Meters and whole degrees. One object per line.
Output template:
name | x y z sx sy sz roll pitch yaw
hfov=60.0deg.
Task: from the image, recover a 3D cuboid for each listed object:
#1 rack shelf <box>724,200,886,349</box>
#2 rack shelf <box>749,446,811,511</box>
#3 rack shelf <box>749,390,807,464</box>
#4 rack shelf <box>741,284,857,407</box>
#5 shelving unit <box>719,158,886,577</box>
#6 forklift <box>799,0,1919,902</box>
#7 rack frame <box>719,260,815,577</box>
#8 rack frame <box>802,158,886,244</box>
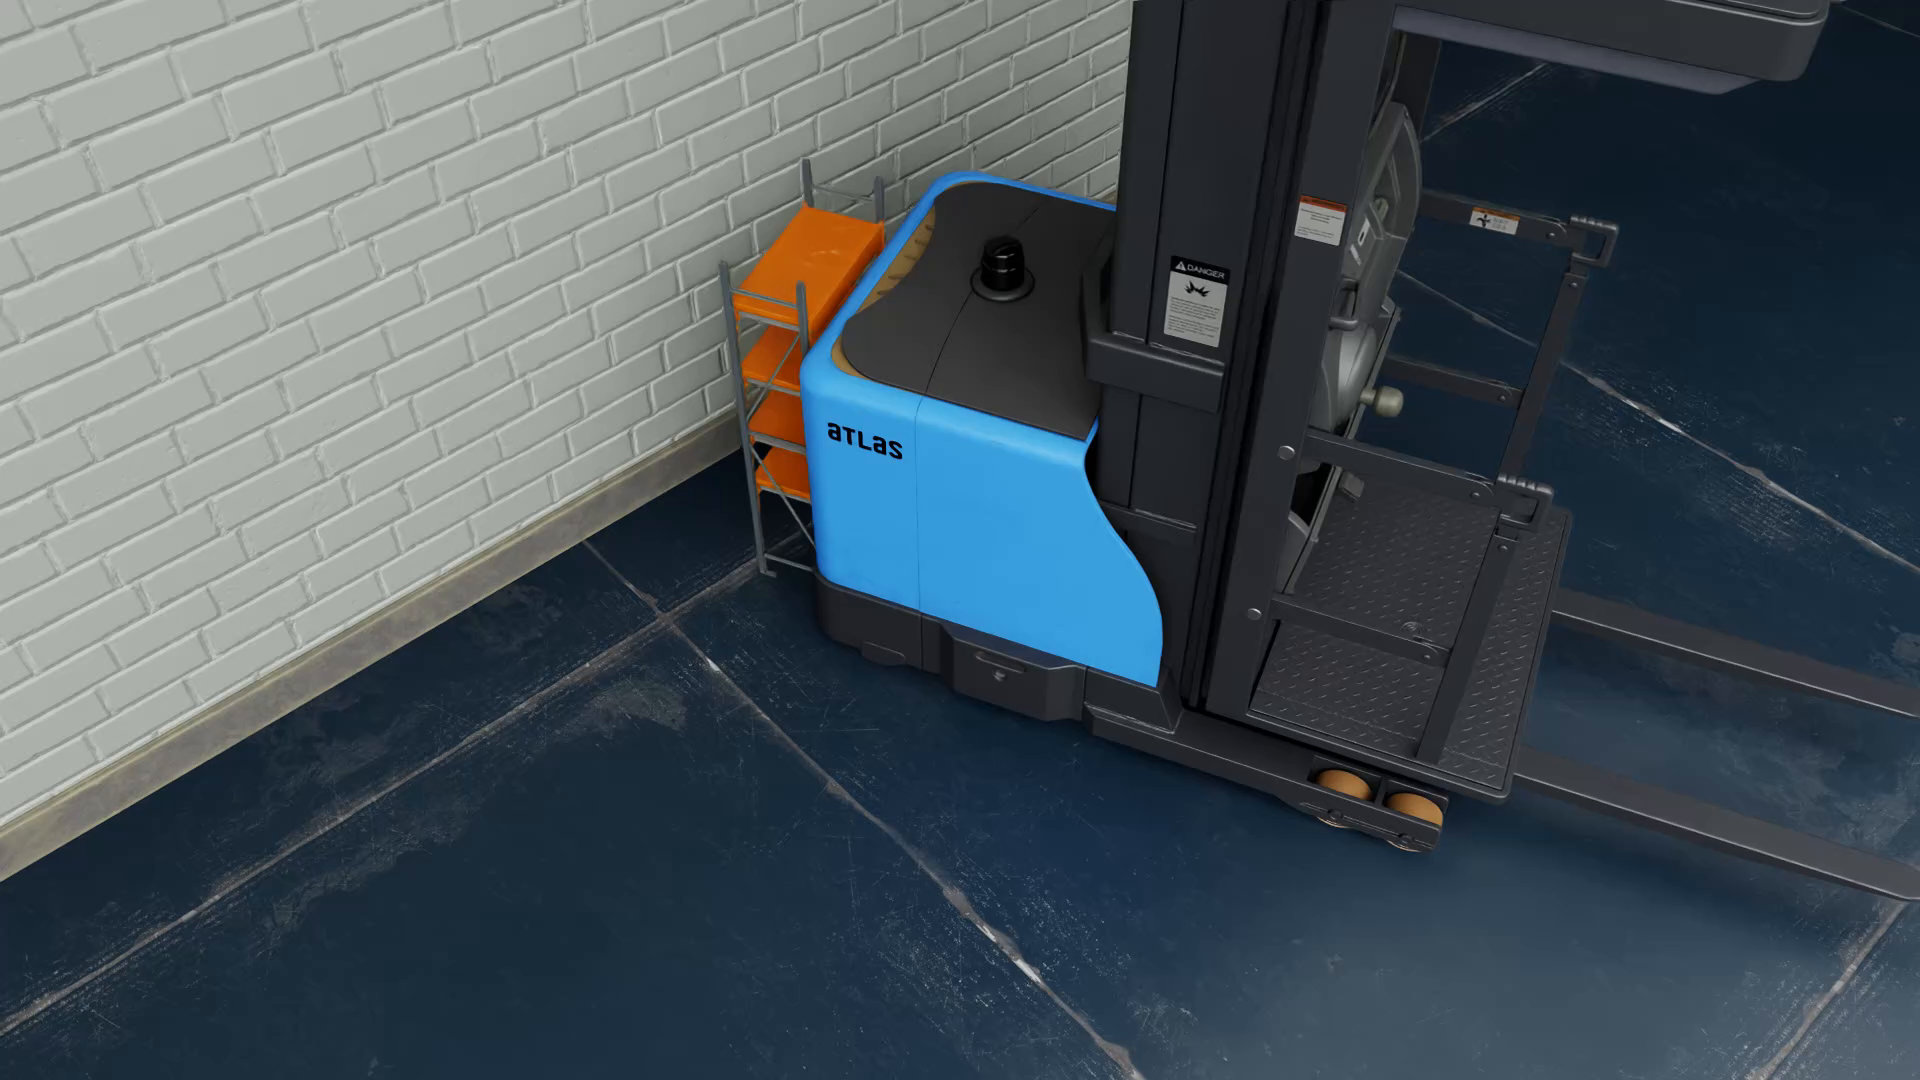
rack shelf | -0.415 -0.709 4.554 0.258 0.148 0.480 17 49 15
rack shelf | -0.415 -0.263 5.038 0.258 0.148 0.480 17 49 15
rack shelf | -0.415 -0.397 4.892 0.258 0.148 0.480 17 49 15
rack shelf | -0.415 -0.549 4.727 0.258 0.148 0.480 17 49 15
shelving unit | -0.415 -0.443 4.842 0.258 1.200 0.503 17 49 15
forklift | 1.141 -0.604 3.813 3.031 2.935 1.130 17 50 15
rack frame | -0.507 -0.277 4.689 0.240 1.200 0.015 17 49 15
rack frame | -0.323 -0.609 4.996 0.240 1.200 0.015 17 49 15
